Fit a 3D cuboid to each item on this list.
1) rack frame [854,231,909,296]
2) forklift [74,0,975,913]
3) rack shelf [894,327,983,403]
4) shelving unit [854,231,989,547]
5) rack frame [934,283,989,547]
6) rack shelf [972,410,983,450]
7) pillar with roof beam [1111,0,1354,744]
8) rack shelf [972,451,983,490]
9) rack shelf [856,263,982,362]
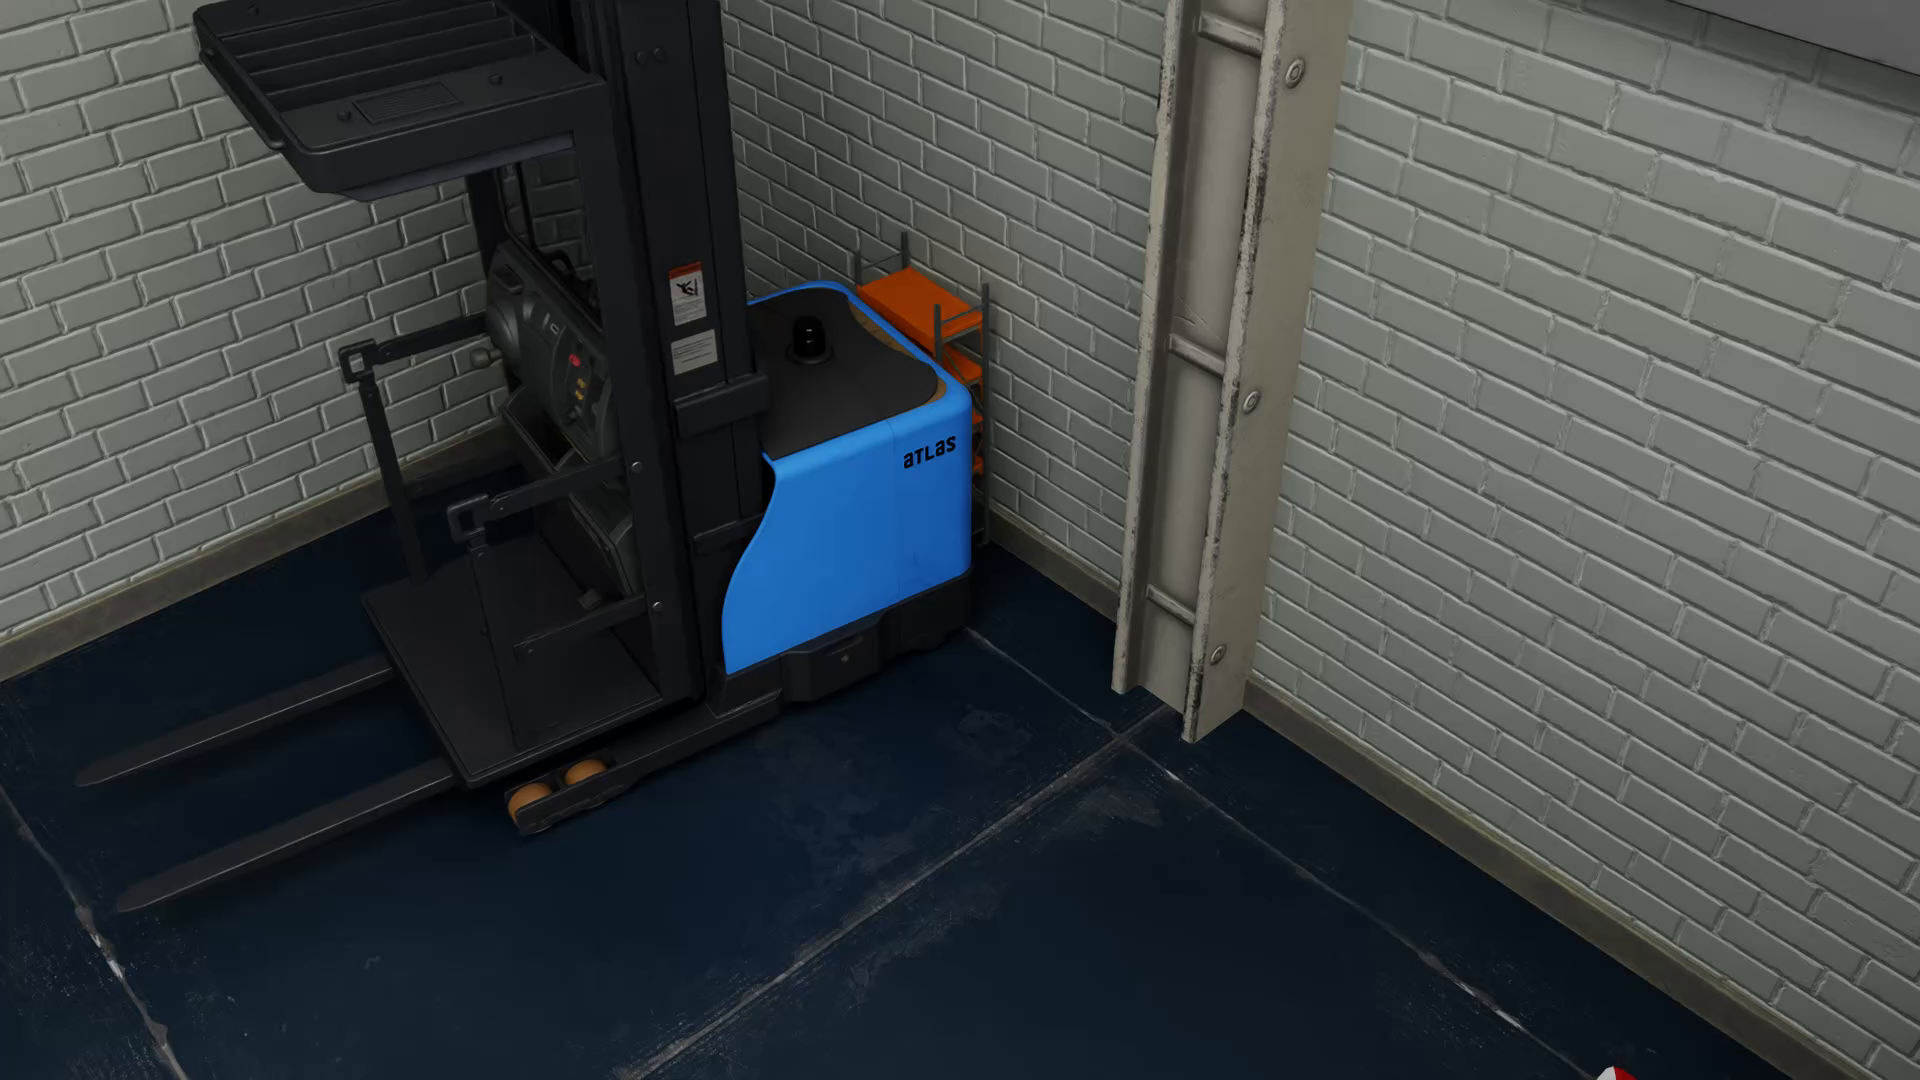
[{"bbox_3d":[-0.289,-0.651,6.599,0.240,1.200,0.015,-27,46,-28],"label":"rack frame"},{"bbox_3d":[-1.454,-0.546,5.093,3.031,2.935,1.130,-23,44,-25],"label":"forklift"},{"bbox_3d":[-0.140,-0.651,6.350,0.258,0.148,0.480,-27,46,-28],"label":"rack shelf"},{"bbox_3d":[-0.138,-0.530,6.450,0.258,1.200,0.503,-27,46,-28],"label":"shelving unit"},{"bbox_3d":[0.013,-0.410,6.300,0.240,1.200,0.015,-27,46,-28],"label":"rack frame"},{"bbox_3d":[-0.137,-0.478,6.492,0.258,0.148,0.480,-27,46,-28],"label":"rack shelf"},{"bbox_3d":[-2.375,-1.107,0.959,9.100,9.000,0.400,-30,48,-32],"label":"pillar with roof beam"},{"bbox_3d":[-0.135,-0.325,6.618,0.258,0.148,0.480,-27,46,-28],"label":"rack shelf"},{"bbox_3d":[-0.143,-0.834,6.200,0.258,0.148,0.480,-27,46,-28],"label":"rack shelf"}]
